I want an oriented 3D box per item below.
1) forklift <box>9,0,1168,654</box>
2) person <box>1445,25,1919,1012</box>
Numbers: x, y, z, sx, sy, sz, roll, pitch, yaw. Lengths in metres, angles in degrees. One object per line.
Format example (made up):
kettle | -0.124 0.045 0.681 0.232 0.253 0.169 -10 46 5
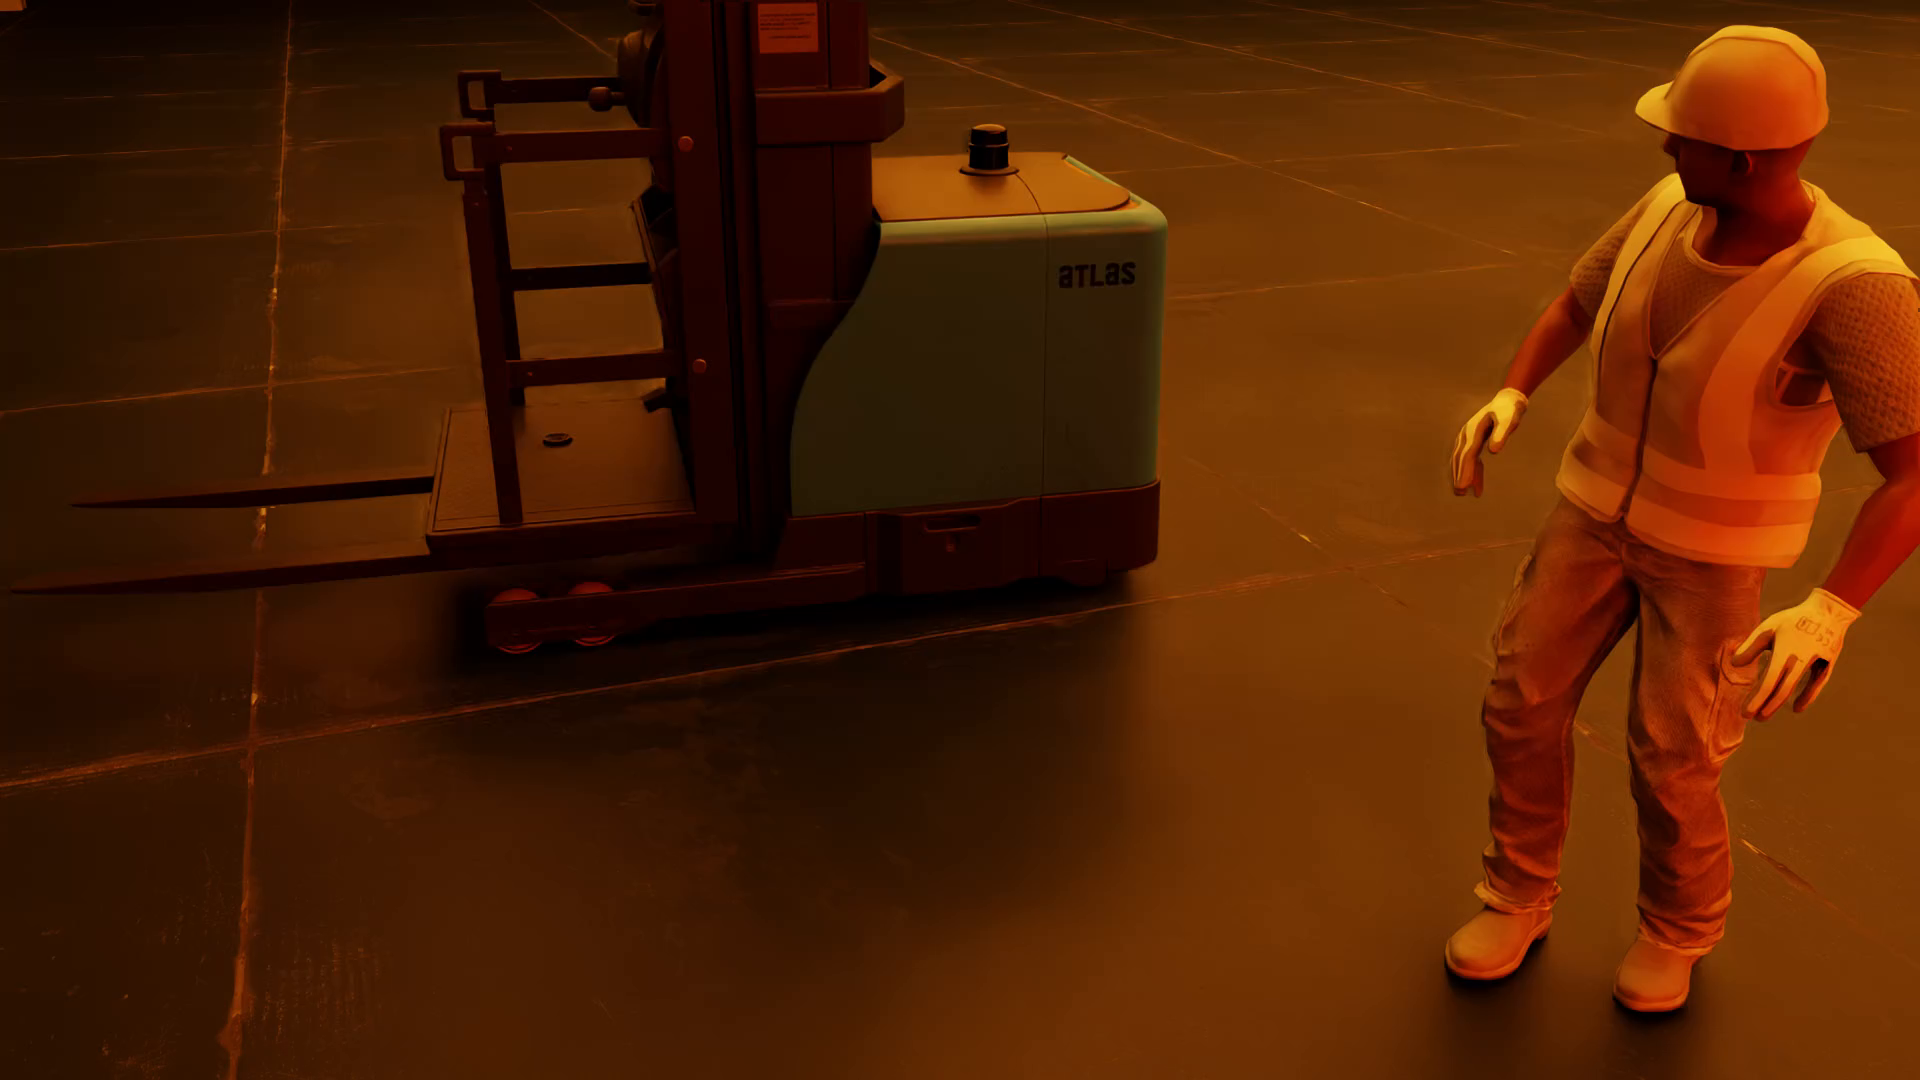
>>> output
forklift | -1.005 -1.278 4.336 3.031 2.935 1.130 -5 23 -12
person | 1.207 0.021 2.824 0.527 1.728 0.786 -15 27 -32
